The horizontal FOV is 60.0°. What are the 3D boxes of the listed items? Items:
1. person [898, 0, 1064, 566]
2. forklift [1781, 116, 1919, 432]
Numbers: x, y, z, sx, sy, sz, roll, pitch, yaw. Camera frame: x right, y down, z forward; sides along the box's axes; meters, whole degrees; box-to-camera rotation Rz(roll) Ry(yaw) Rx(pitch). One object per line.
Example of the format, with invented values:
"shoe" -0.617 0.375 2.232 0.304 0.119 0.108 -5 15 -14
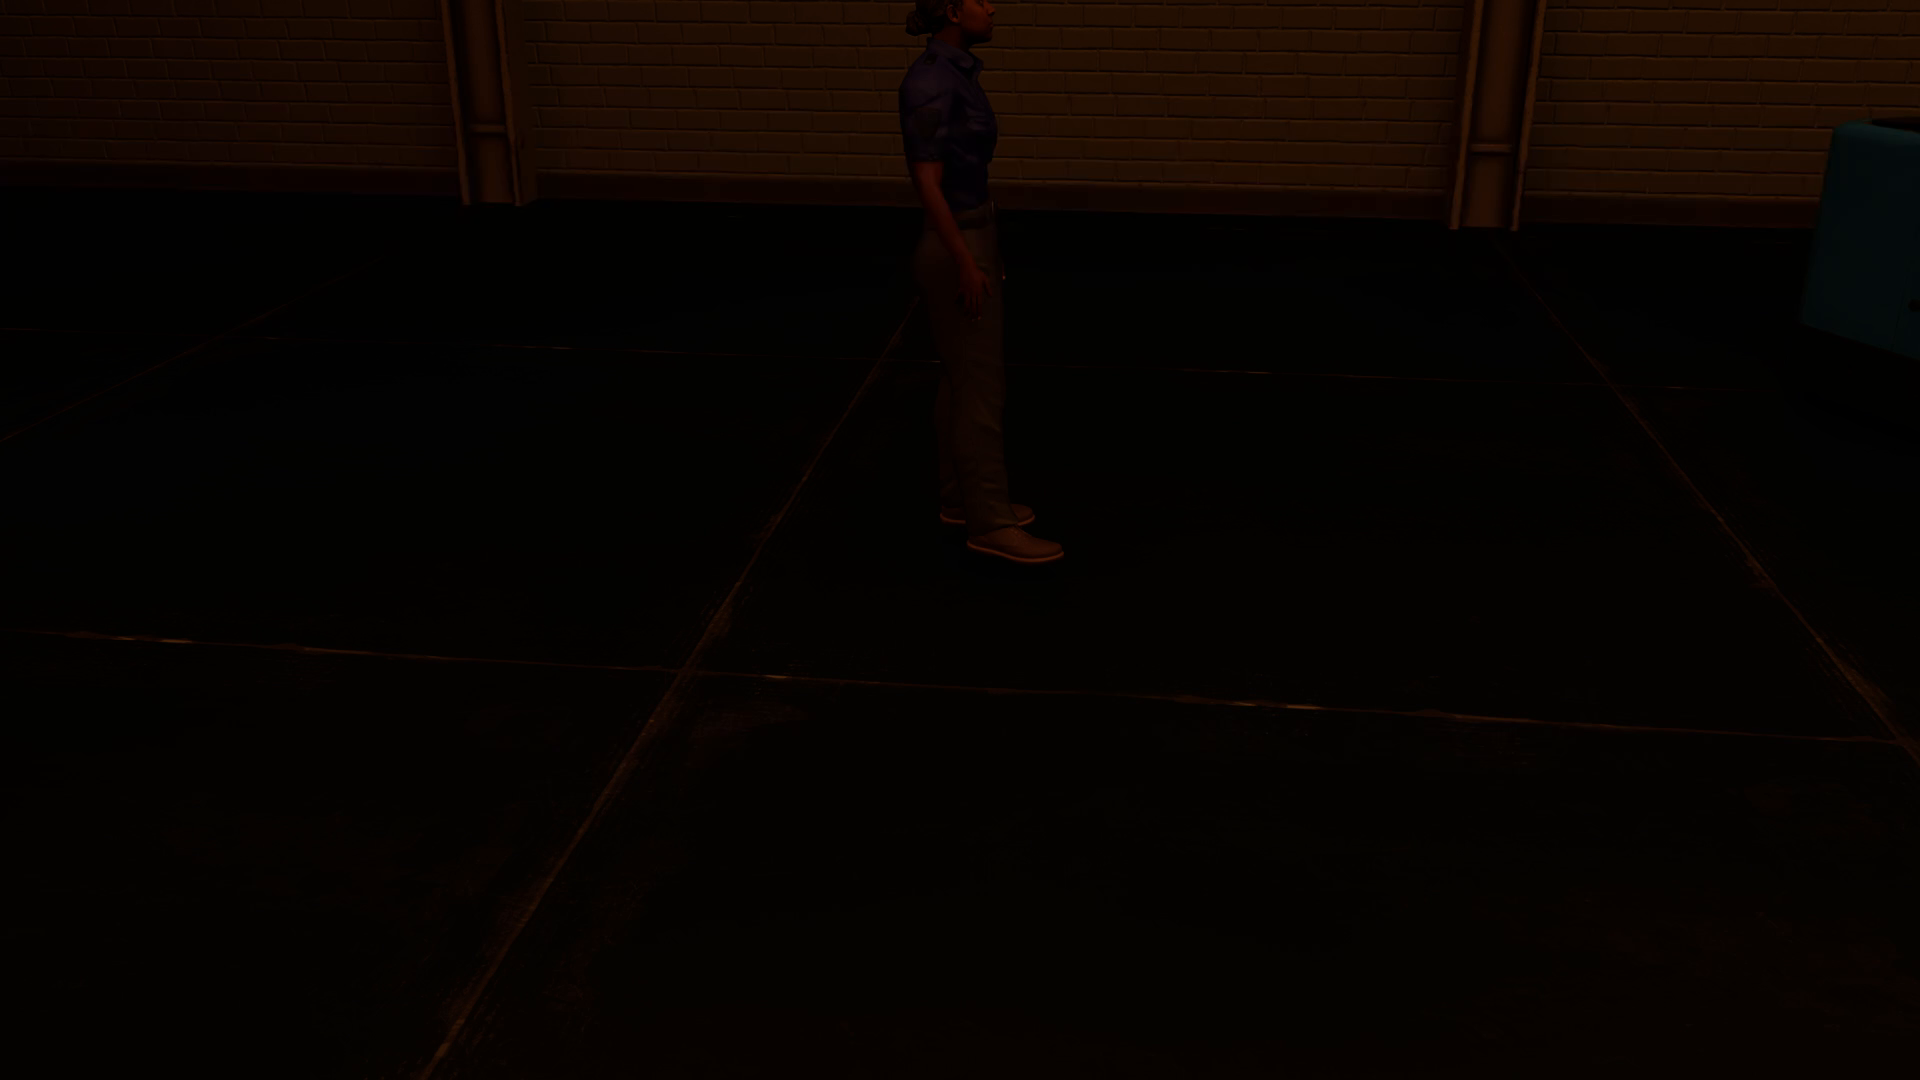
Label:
"person" 0.084 -0.799 4.822 0.504 1.654 0.569 3 22 7
"forklift" 4.802 -1.928 6.041 3.031 2.935 1.130 -7 23 -17
